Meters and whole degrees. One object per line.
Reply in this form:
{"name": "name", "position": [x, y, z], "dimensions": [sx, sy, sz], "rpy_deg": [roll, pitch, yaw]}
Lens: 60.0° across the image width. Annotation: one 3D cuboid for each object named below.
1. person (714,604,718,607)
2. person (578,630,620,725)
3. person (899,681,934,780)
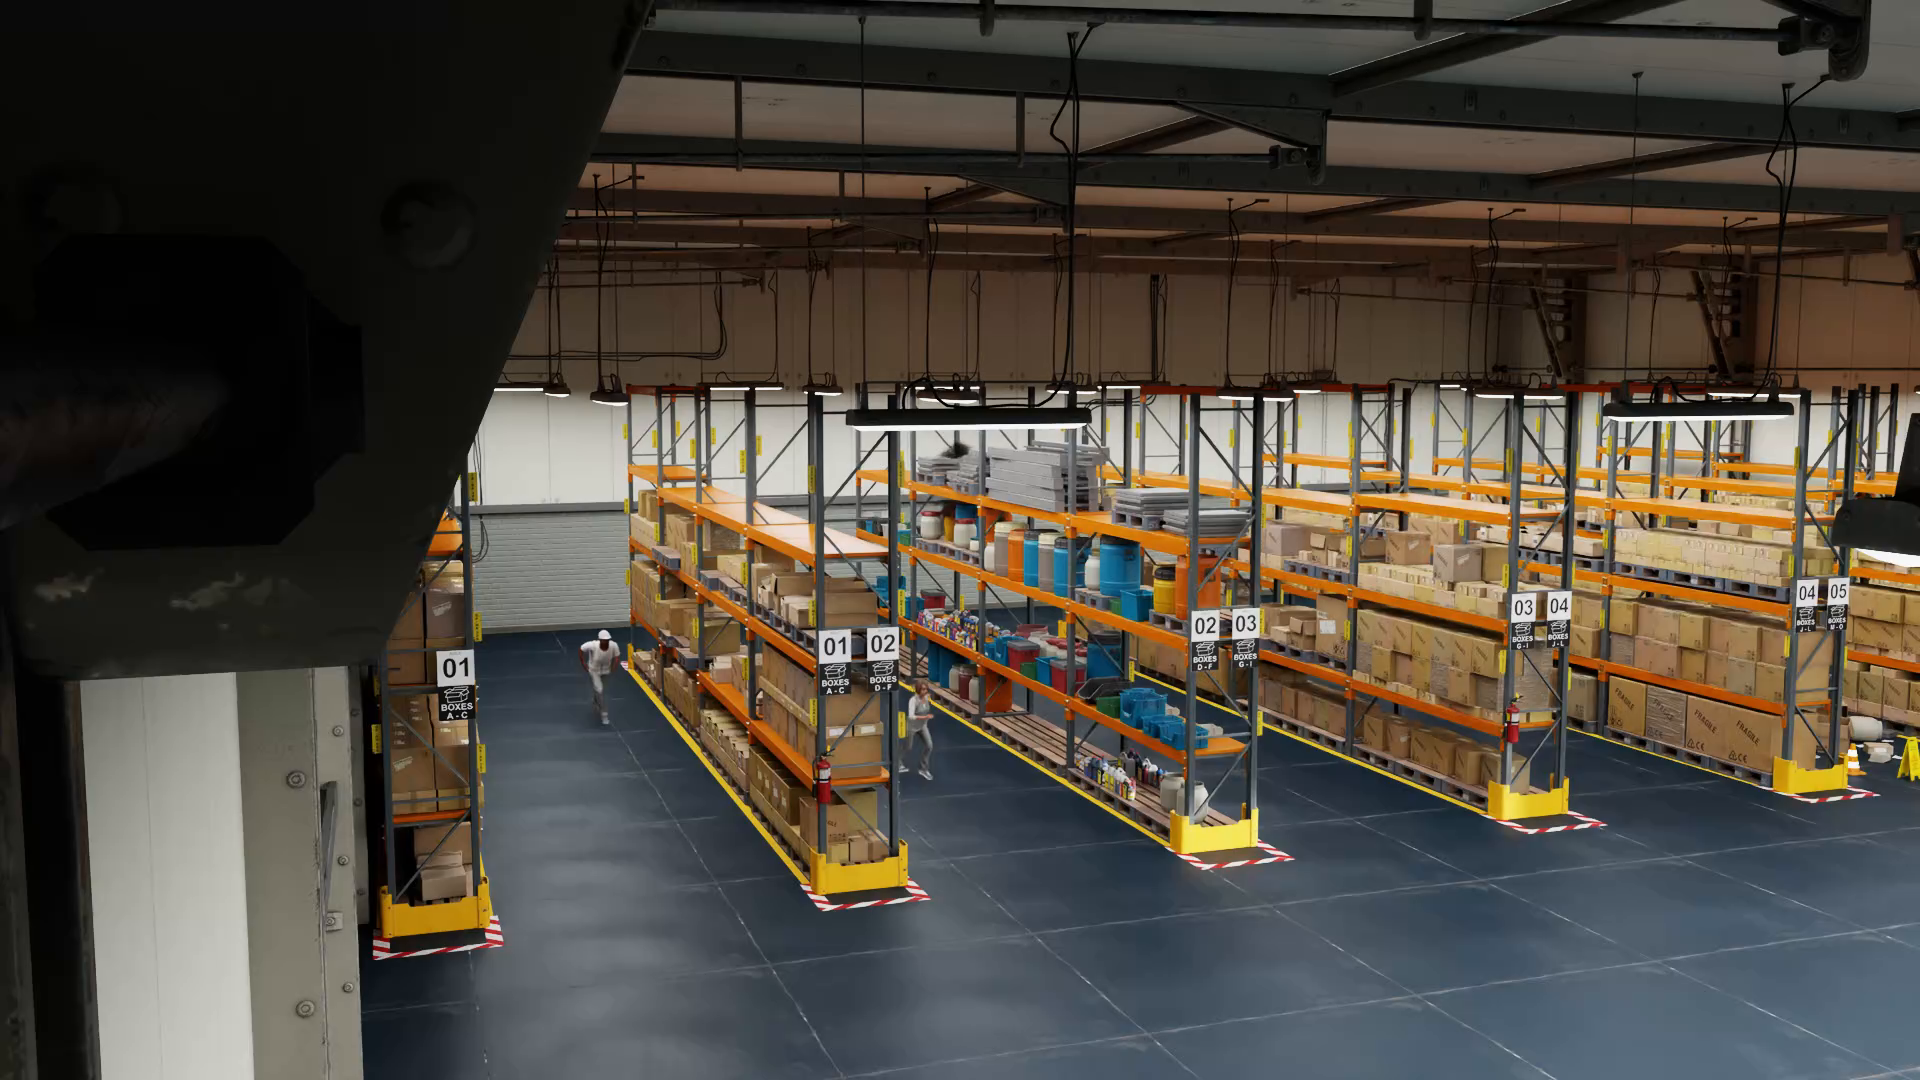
{"name": "person", "position": [-5.338, 1.751, 36.161], "dimensions": [0.645, 1.574, 0.578], "rpy_deg": [6, 8, 44]}
{"name": "person", "position": [-6.506, 2.426, 29.945], "dimensions": [0.747, 1.718, 1.046], "rpy_deg": [-3, 6, -25]}
{"name": "person", "position": [-0.674, 2.917, 25.648], "dimensions": [0.540, 1.560, 0.904], "rpy_deg": [-5, 8, -41]}
